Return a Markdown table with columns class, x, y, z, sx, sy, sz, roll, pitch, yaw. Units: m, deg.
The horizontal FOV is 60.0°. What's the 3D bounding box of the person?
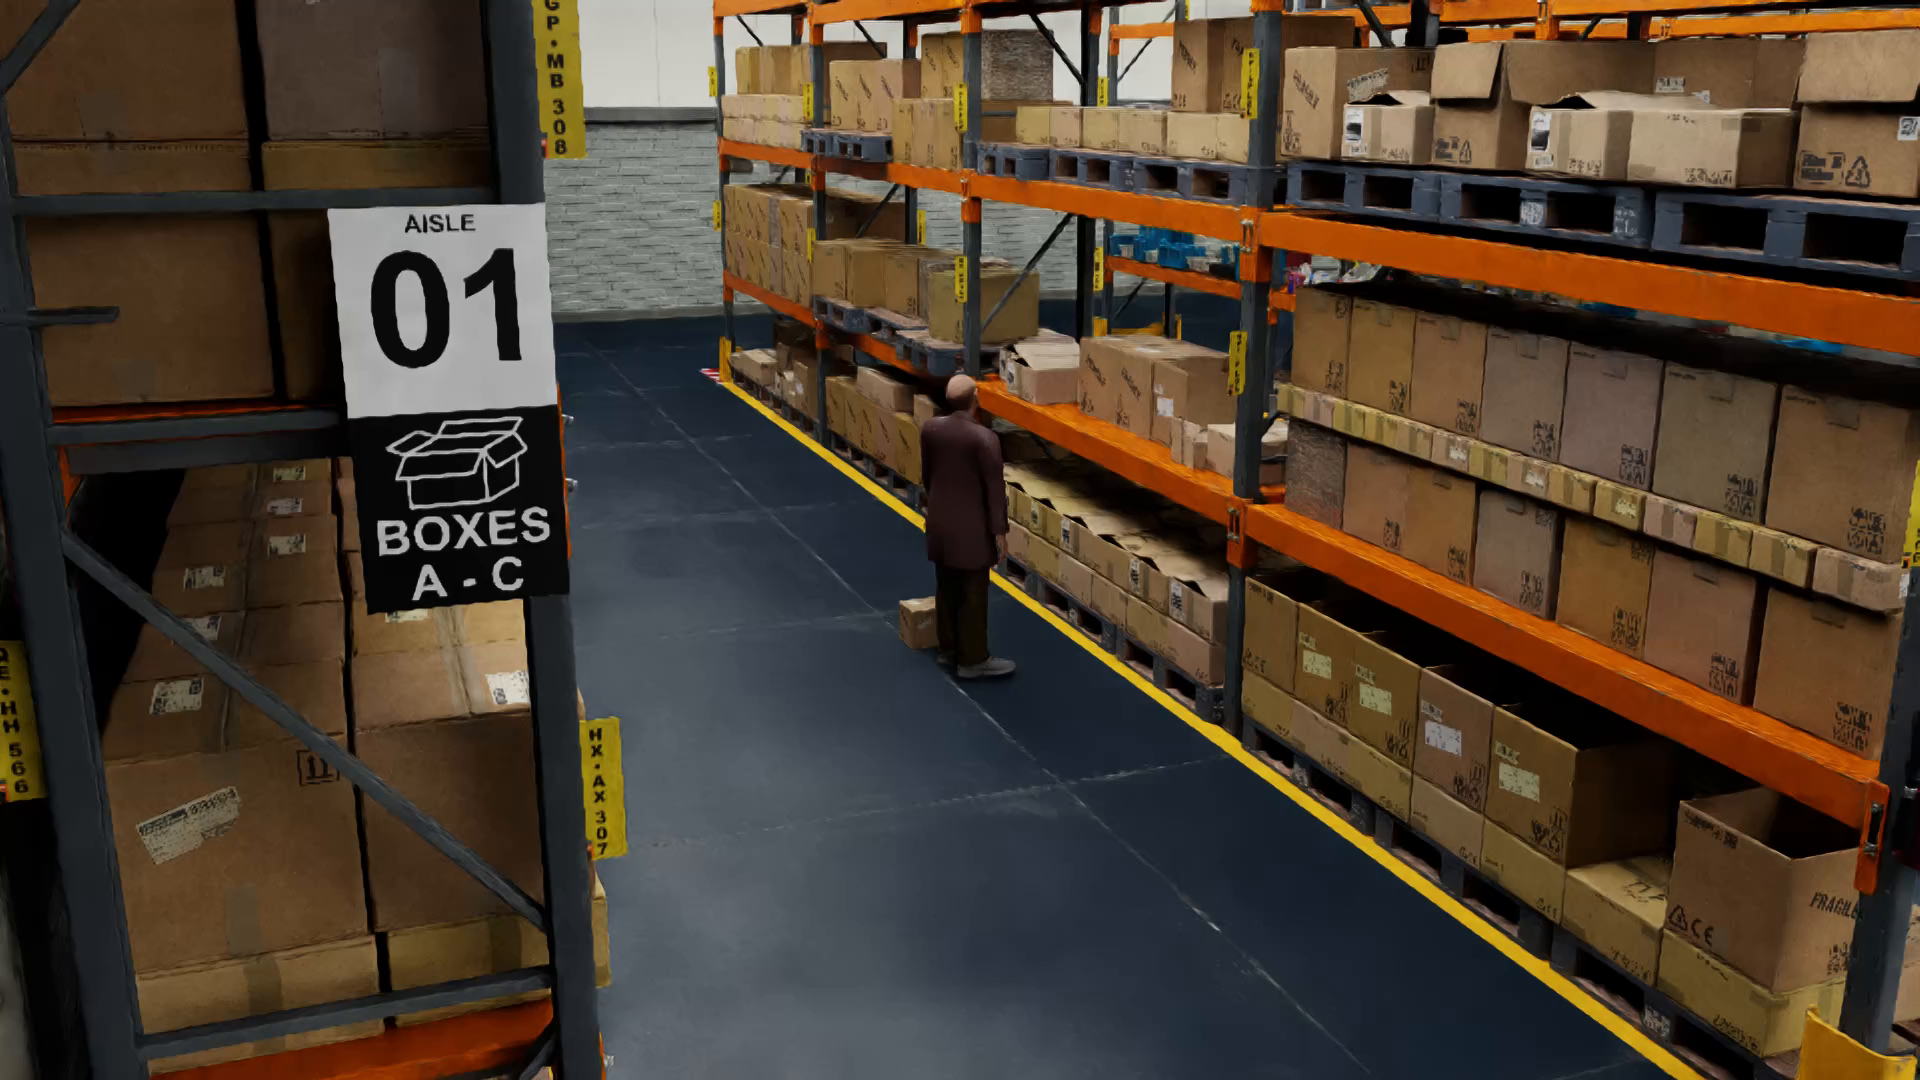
| class | x | y | z | sx | sy | sz | roll | pitch | yaw |
| --- | --- | --- | --- | --- | --- | --- | --- | --- | --- |
| person | 0.082 | -0.004 | 9.817 | 0.637 | 1.596 | 0.494 | 11 | 19 | 35 |
